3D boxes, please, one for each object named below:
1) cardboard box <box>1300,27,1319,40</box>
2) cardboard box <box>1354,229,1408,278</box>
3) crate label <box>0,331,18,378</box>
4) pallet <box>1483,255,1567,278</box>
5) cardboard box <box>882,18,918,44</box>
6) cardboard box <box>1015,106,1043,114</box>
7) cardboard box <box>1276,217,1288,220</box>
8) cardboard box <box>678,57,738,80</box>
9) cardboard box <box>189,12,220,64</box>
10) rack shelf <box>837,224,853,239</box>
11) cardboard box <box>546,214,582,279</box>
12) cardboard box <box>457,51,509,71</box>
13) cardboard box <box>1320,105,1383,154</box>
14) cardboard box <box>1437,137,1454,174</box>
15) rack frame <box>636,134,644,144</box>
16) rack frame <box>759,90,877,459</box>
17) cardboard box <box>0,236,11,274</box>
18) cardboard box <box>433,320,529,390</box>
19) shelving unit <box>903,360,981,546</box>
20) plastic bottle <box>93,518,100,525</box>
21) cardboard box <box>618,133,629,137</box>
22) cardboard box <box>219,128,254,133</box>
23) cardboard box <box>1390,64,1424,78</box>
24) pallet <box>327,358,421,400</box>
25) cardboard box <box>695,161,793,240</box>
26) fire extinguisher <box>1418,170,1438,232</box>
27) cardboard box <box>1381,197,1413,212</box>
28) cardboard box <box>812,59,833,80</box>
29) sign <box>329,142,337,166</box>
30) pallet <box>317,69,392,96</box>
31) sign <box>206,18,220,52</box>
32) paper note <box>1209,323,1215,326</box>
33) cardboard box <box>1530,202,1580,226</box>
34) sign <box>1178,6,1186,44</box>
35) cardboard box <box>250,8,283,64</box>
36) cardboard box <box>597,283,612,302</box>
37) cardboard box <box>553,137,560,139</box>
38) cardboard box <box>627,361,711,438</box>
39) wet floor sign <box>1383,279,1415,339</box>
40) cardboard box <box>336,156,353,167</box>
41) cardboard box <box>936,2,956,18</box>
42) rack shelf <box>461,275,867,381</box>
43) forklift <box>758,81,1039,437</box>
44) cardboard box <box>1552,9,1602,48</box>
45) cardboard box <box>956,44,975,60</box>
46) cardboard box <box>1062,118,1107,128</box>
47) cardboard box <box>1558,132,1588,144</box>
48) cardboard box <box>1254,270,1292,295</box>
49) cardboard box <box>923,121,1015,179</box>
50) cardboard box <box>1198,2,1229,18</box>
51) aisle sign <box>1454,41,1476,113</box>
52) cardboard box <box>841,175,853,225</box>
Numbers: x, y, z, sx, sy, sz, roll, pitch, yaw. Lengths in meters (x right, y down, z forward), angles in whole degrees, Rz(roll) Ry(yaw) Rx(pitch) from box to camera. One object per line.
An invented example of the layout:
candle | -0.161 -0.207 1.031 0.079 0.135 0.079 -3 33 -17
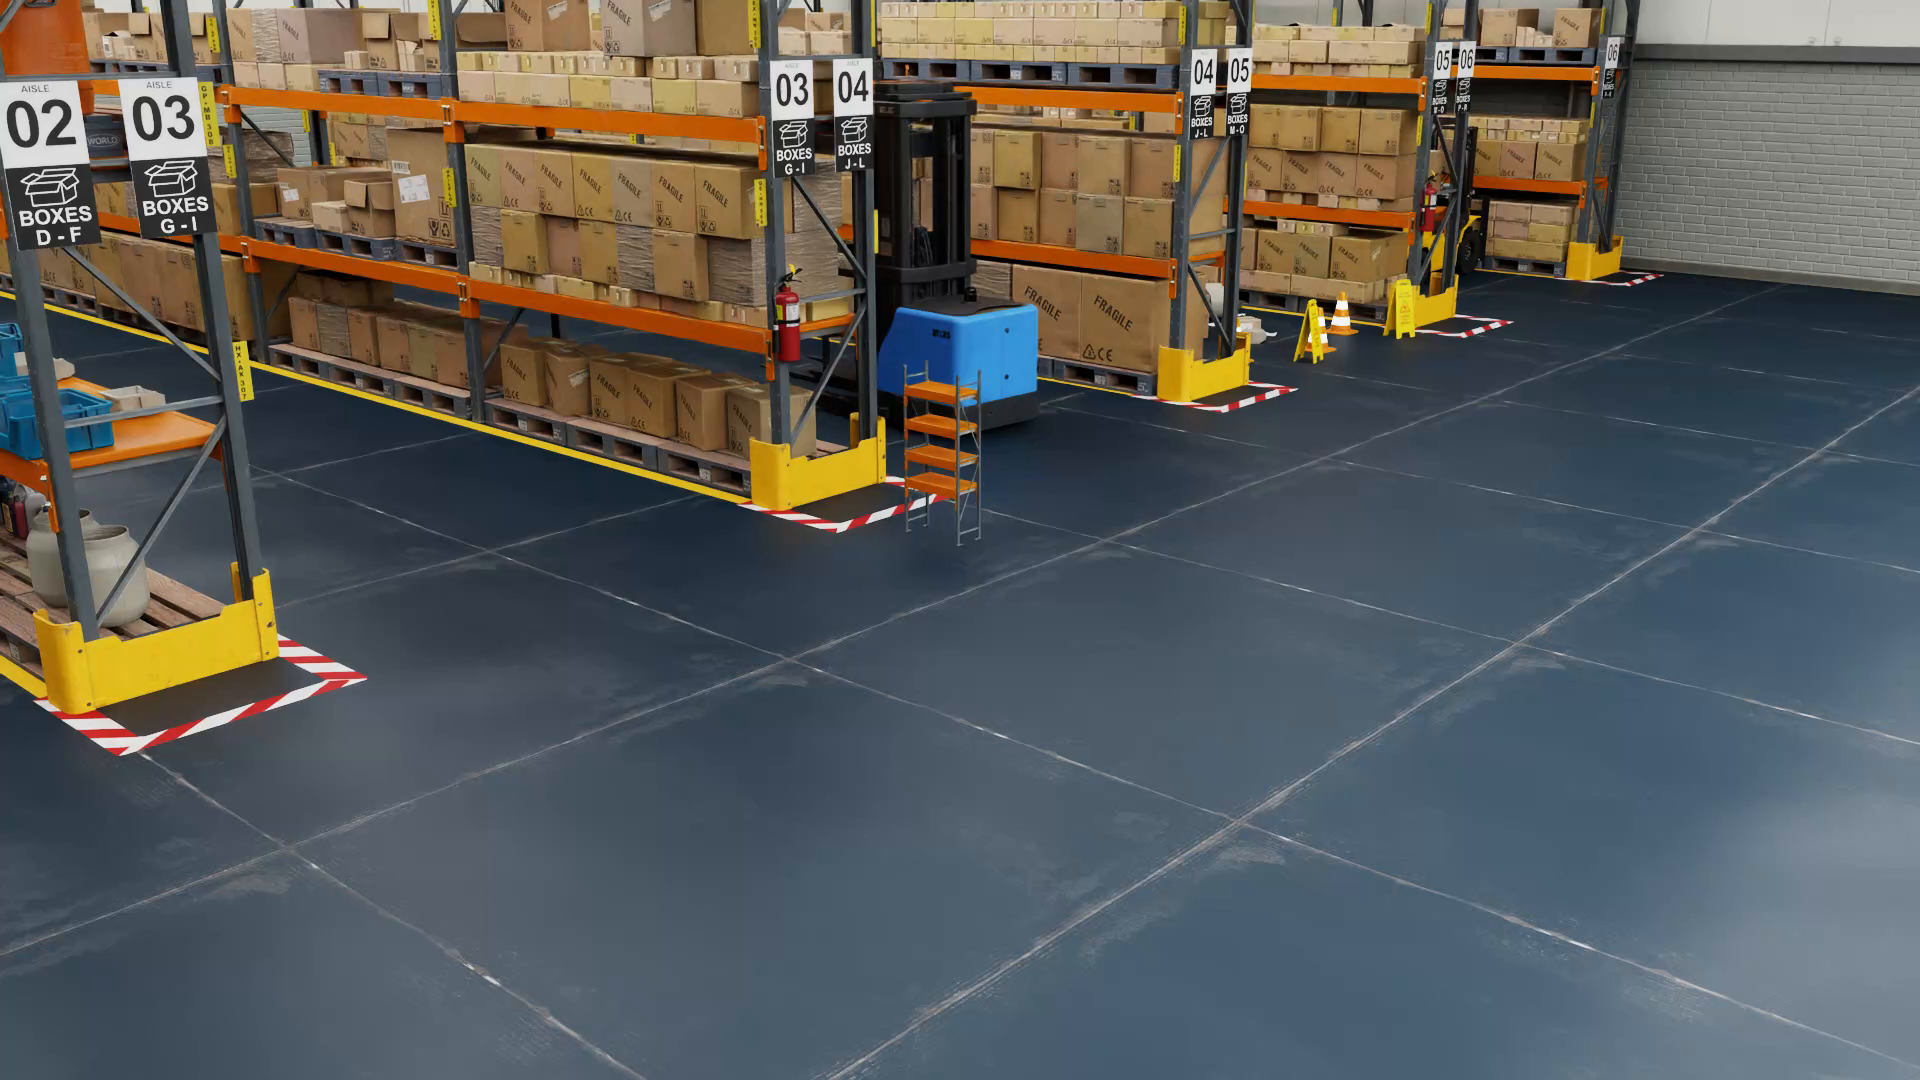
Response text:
cardboard box | 4.231 -6.000 19.697 0.250 0.149 0.380 14 22 38
cardboard box | 5.125 -3.506 20.311 0.500 0.500 0.500 14 22 37
crate label | -5.859 -0.992 9.721 0.616 0.435 0.502 15 23 39
pallet | 8.255 -3.968 23.767 1.213 0.211 1.003 15 23 39
cardboard box | -0.459 -5.279 17.224 0.500 0.250 0.500 15 23 40
cardboard box | 0.990 -6.070 23.356 0.250 0.149 0.380 14 22 37
cardboard box | 5.465 -5.127 26.040 0.625 0.625 0.875 16 24 42
cardboard box | -1.824 -3.430 12.090 0.250 0.149 0.380 14 22 37
cardboard box | -7.503 -5.179 17.148 0.797 0.503 0.637 -17 24 -42
rack shelf | -2.135 -3.751 19.662 4.000 0.370 1.077 15 23 39
cardboard box | -2.920 -2.490 13.841 0.500 0.500 0.875 15 23 39
cardboard box | -3.969 -4.004 13.899 0.250 0.149 0.380 14 22 38
cardboard box | 4.662 -4.852 19.632 0.500 0.500 0.700 15 23 40
cardboard box | 7.163 -5.548 23.969 0.500 0.500 0.500 15 23 40
rack frame | -3.631 -4.496 20.819 0.127 3.000 1.000 15 23 39
rack frame | -1.015 -1.787 12.285 0.127 3.000 1.000 15 23 39
cardboard box | -12.451 -4.077 22.318 0.875 0.875 0.875 15 23 39
cardboard box | -4.452 -1.737 15.531 0.500 0.500 0.700 13 22 35
shelving unit | -0.124 -0.605 11.535 0.503 1.200 0.258 15 23 39
plastic bottle | -5.452 -0.011 10.470 0.097 0.271 0.097 0 18 0
cardboard box | -5.471 -6.927 28.314 0.500 0.500 0.500 15 23 39
cardboard box | -8.021 -4.201 18.068 0.637 0.503 0.797 16 23 40
cardboard box | 5.110 -5.348 18.961 0.250 0.149 0.380 15 23 39
pallet | -5.507 -1.662 16.501 1.213 0.211 1.003 15 23 39
cardboard box | -1.591 -2.508 12.246 0.500 0.500 0.500 15 23 39
fire extinguisher | 5.342 -3.865 18.961 0.183 0.674 0.296 15 23 39
cardboard box | 5.141 -3.937 19.472 0.250 0.149 0.380 16 24 41
cardboard box | -1.068 -3.443 12.133 0.250 0.149 0.380 15 23 39
sign | -6.646 -4.033 17.576 0.005 0.325 0.100 15 23 39
pallet | -5.176 -4.286 15.511 1.003 0.211 1.213 15 23 39
sign | -7.373 -4.984 16.412 0.005 0.325 0.100 15 23 39
paper note | 2.998 -2.553 19.624 0.148 0.019 0.142 -9 20 -27
cardboard box | 8.303 -4.541 23.161 0.500 0.250 0.500 16 24 41
sign | 1.982 -4.583 14.804 0.005 0.325 0.100 15 23 39
cardboard box | -6.441 -4.854 15.998 0.500 0.500 0.500 15 23 40
cardboard box | -2.698 -2.022 13.438 0.250 0.149 0.380 15 23 39
cardboard box | -5.268 -5.114 21.506 0.250 0.149 0.380 17 24 42
cardboard box | -2.397 -1.168 13.770 0.500 0.500 0.500 -16 23 -41
wet floor sign | 4.994 -2.627 18.823 0.267 0.644 0.232 -9 20 -27
cardboard box | -9.206 -5.735 25.139 0.250 0.149 0.380 14 22 38
cardboard box | -0.022 -5.328 16.719 0.250 0.149 0.380 15 23 38
rack shelf | -2.511 -1.846 13.659 4.000 0.370 1.077 15 23 39
forklift | -0.688 -2.649 15.115 1.130 2.935 3.031 -16 24 -42
cardboard box | 8.362 -6.912 22.450 0.500 0.500 0.500 16 24 41
cardboard box | 0.170 -4.896 16.678 0.250 0.149 0.380 15 23 38
cardboard box | 1.701 -5.362 22.199 0.500 0.500 0.500 15 23 40
cardboard box | 8.409 -5.516 22.797 0.250 0.149 0.380 15 23 40
cardboard box | 4.002 -3.230 20.683 0.500 0.250 0.500 14 22 37
cardboard box | 0.102 -4.113 17.579 0.550 0.550 0.875 15 23 39
cardboard box | 2.314 -4.966 15.580 0.250 0.149 0.380 15 23 40
aisle sign | 5.815 -5.326 19.139 0.004 0.787 0.394 15 23 39
cardboard box | -1.207 -3.784 18.412 0.500 0.500 0.500 15 23 39
